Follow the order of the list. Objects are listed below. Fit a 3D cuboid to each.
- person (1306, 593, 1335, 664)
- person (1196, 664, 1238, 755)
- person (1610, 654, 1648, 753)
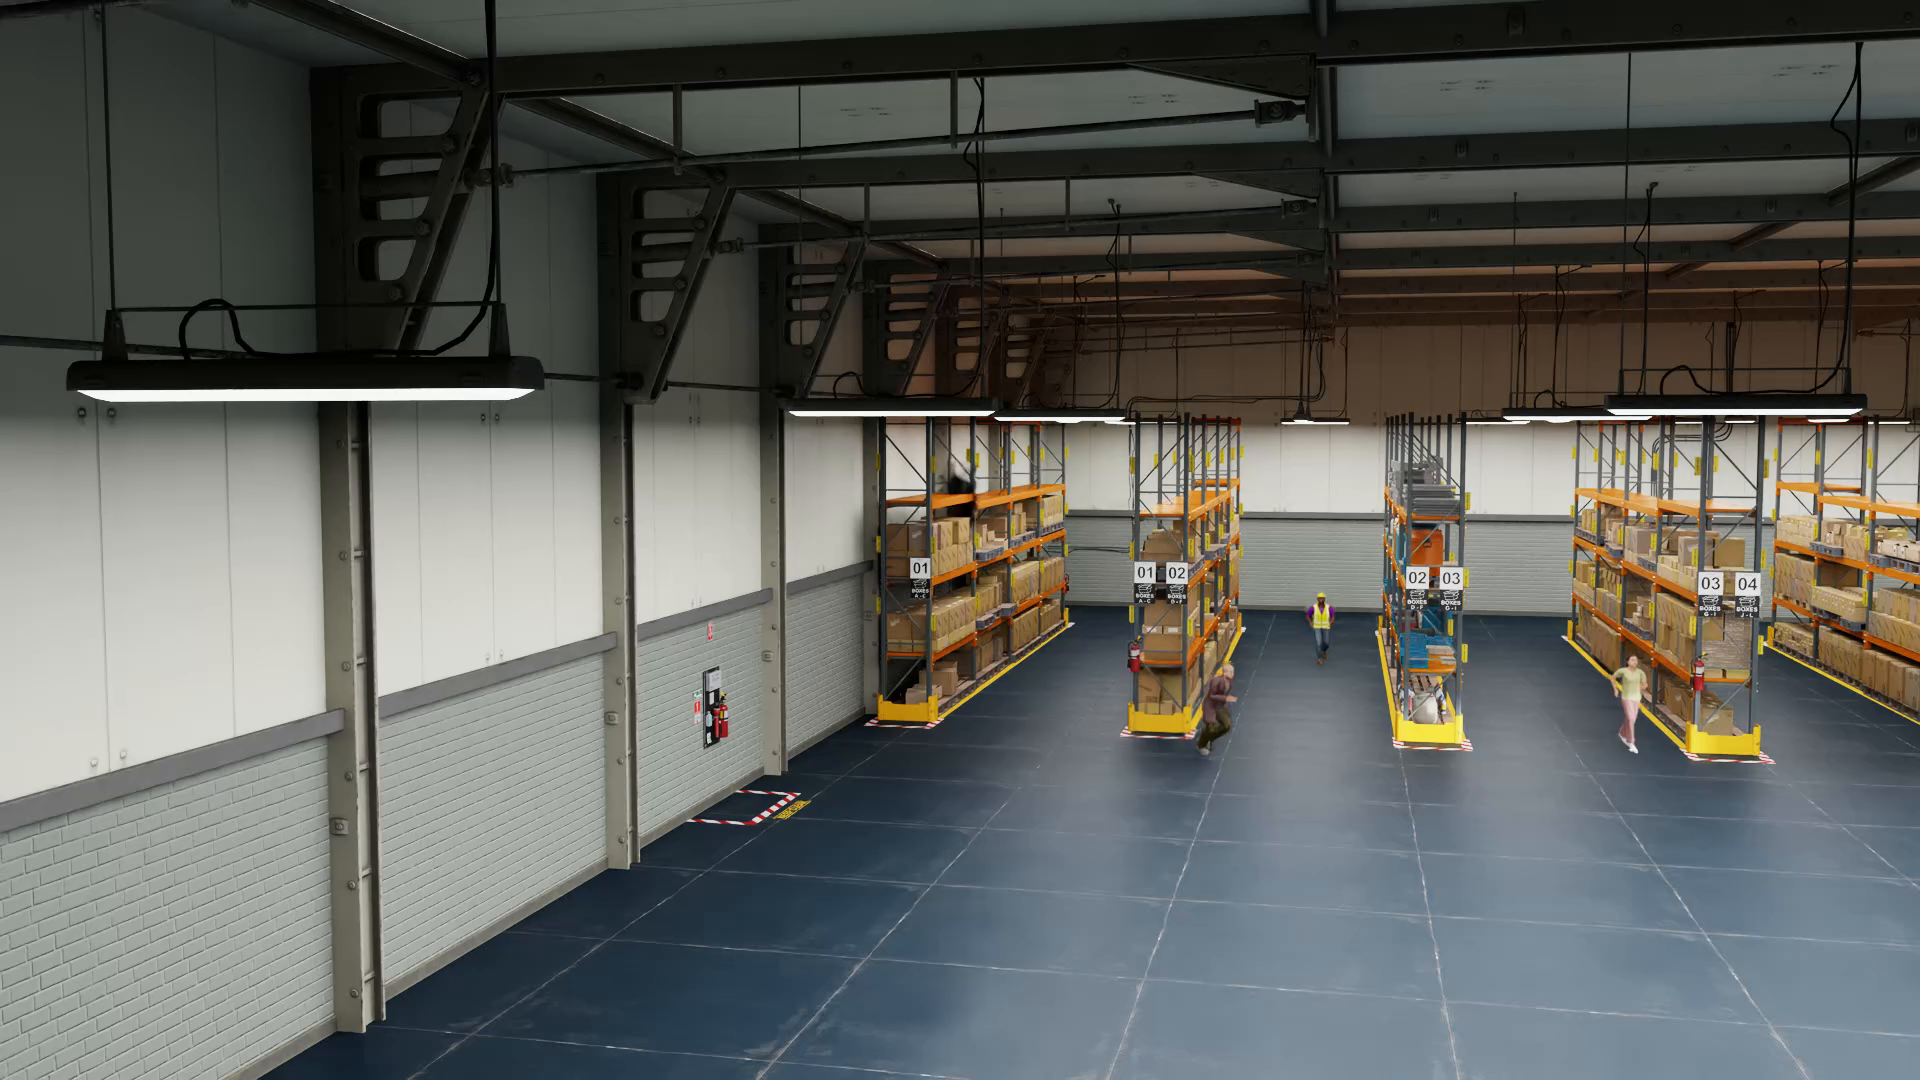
[{"bbox_3d":[8.741,2.138,40.300,0.699,1.718,0.616,0,4,6],"label":"person"},{"bbox_3d":[4.523,2.950,28.996,0.730,1.635,0.972,-3,5,-41],"label":"person"},{"bbox_3d":[11.954,2.870,29.660,0.561,1.709,0.830,0,4,-5],"label":"person"}]
